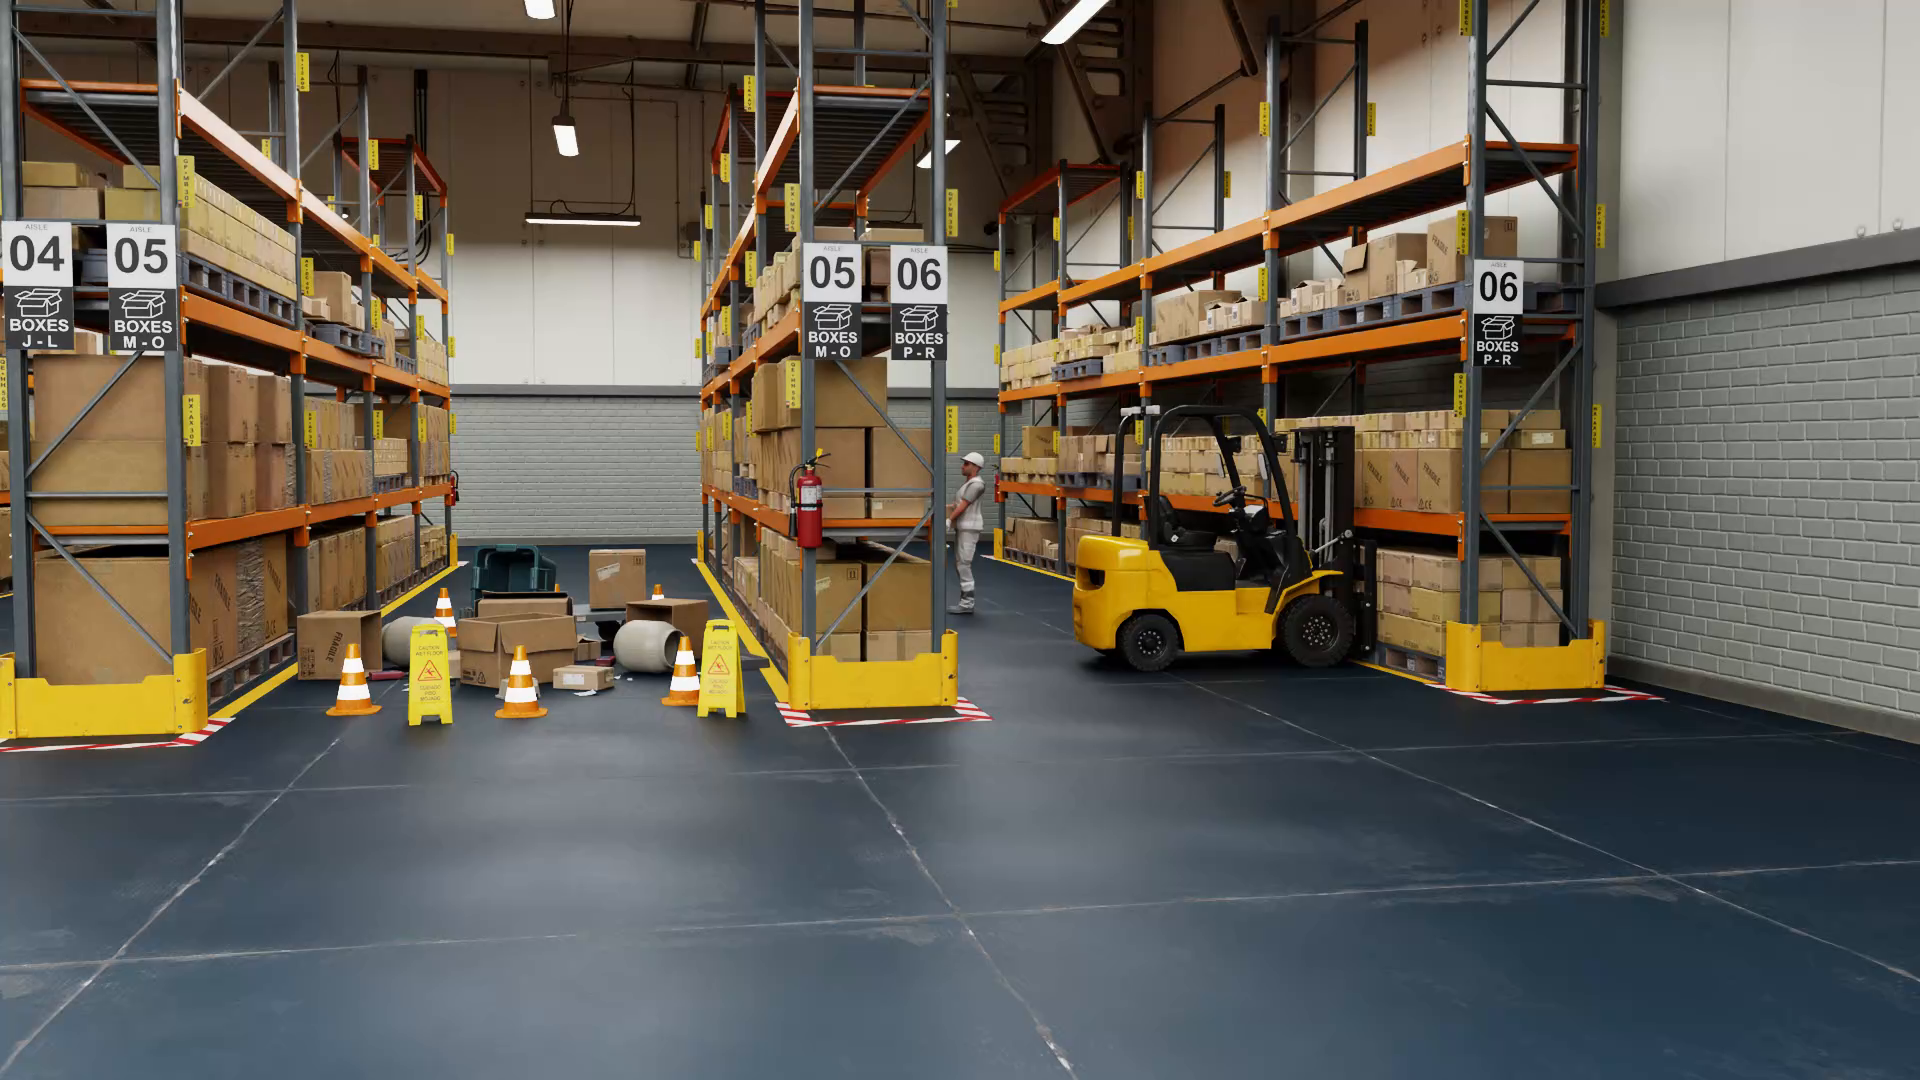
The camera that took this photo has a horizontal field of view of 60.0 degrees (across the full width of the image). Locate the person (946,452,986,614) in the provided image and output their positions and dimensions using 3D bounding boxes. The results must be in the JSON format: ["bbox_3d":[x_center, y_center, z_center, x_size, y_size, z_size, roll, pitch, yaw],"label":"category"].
[{"bbox_3d":[-0.016,-0.079,18.410,0.573,1.782,0.494,-1,3,-11],"label":"person"}]
